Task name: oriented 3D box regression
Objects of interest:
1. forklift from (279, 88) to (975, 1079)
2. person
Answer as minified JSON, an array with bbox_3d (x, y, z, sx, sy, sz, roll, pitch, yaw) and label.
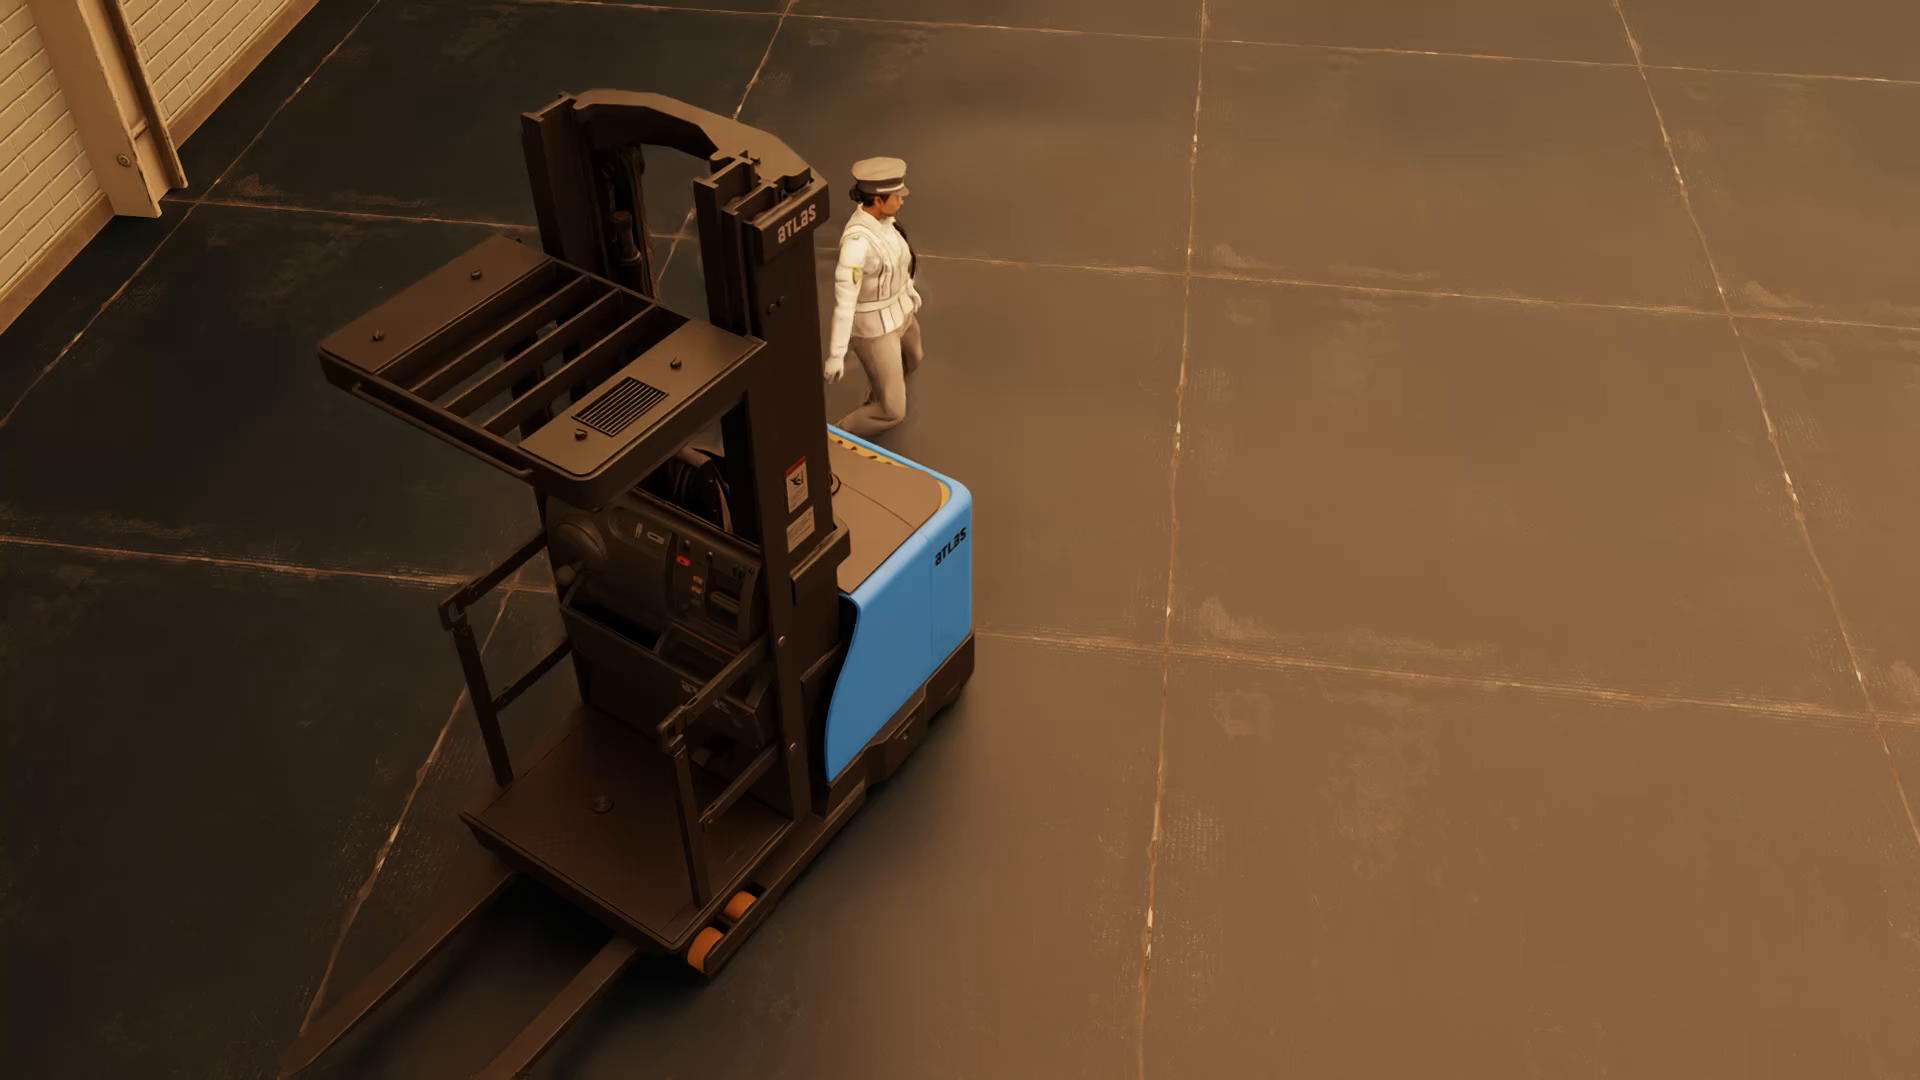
[{"bbox_3d":[-1.180,0.146,5.565,1.130,2.935,3.031,25,48,24],"label":"forklift"},{"bbox_3d":[-0.417,-1.029,7.854,0.460,1.588,0.817,13,44,14],"label":"person"}]
